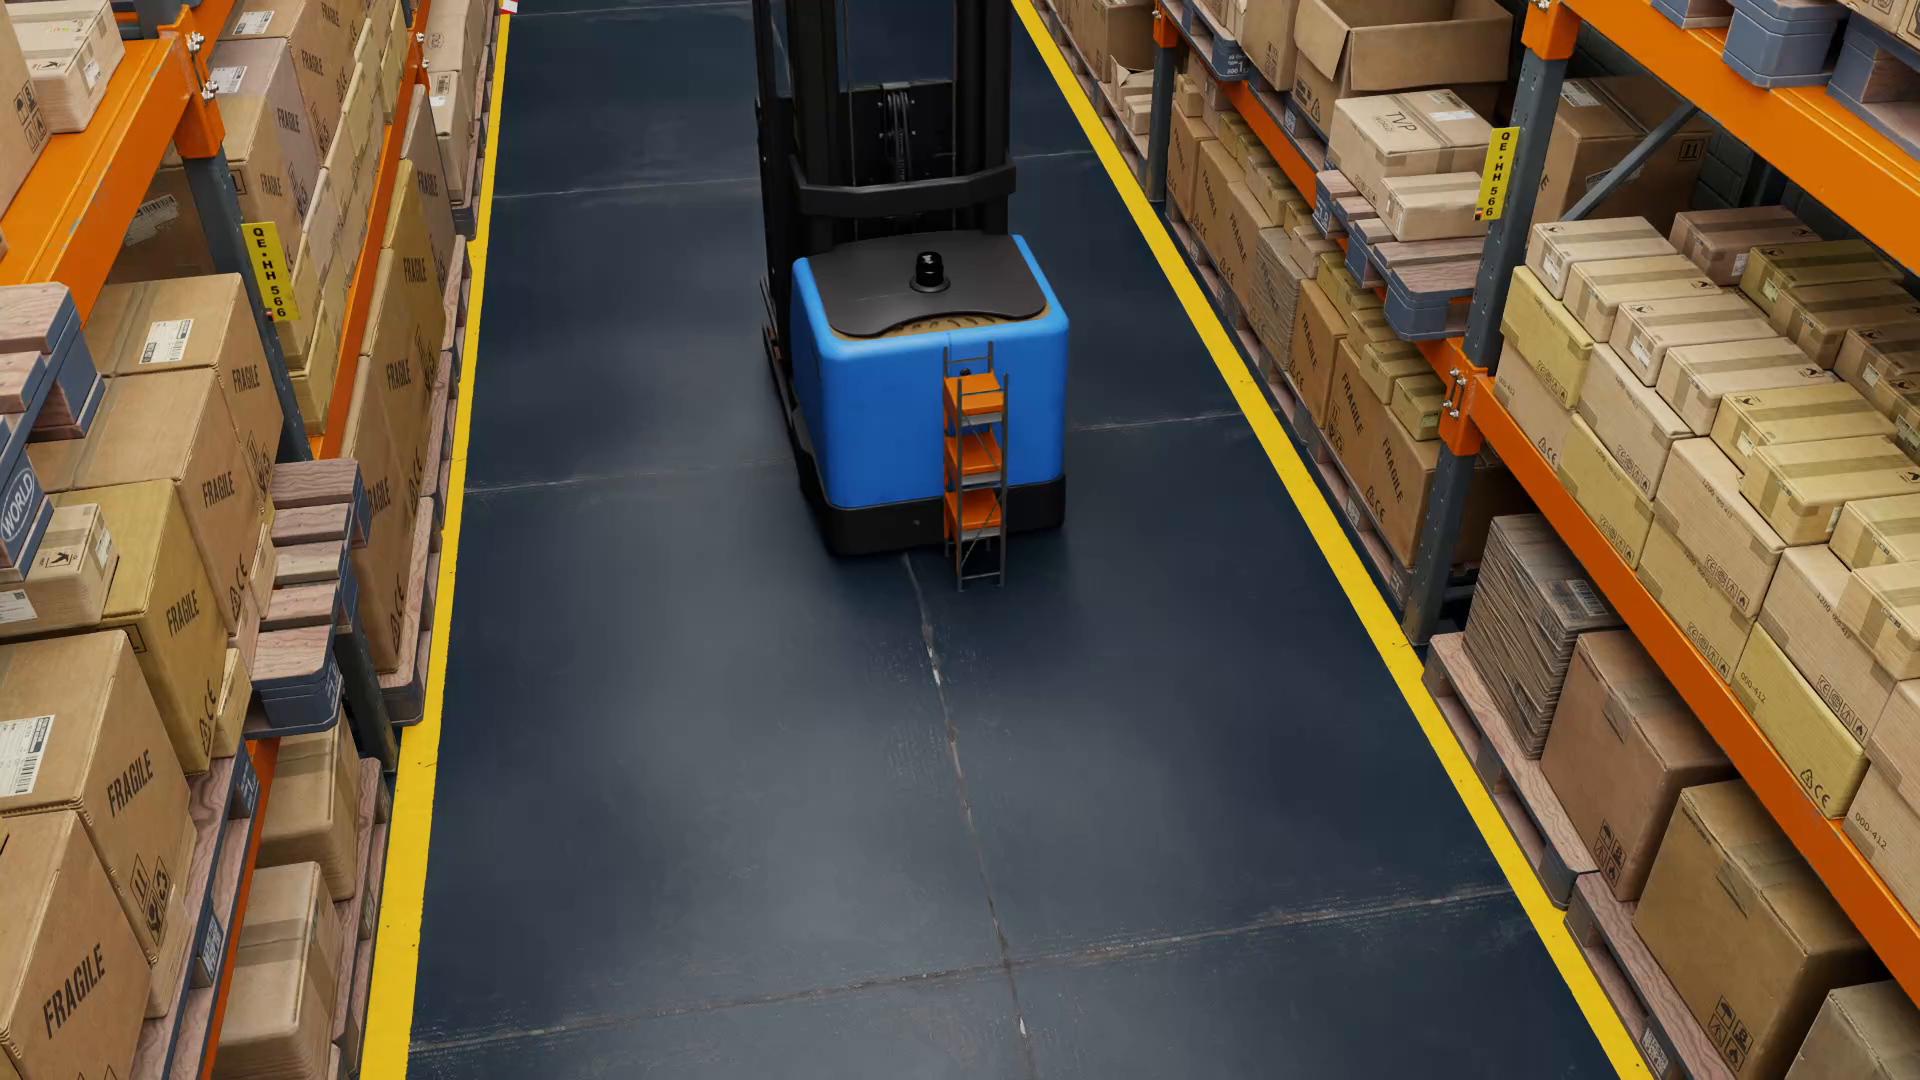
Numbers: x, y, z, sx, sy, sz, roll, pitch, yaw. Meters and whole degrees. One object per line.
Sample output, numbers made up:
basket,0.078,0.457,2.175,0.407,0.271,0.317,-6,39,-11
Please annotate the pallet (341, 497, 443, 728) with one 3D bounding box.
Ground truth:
pallet,-2.649,0.312,6.676,1.003,0.211,1.213,-6,38,-8

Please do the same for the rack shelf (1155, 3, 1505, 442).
rack shelf,1.951,-1.765,7.663,1.077,0.370,4.000,-6,38,-8

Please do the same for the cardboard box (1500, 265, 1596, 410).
cardboard box,2.114,-0.682,5.398,0.500,0.250,0.500,-6,38,-8

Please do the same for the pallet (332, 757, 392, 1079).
pallet,-2.449,1.269,5.445,1.003,0.211,1.213,-6,38,-8

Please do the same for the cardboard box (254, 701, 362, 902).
cardboard box,-2.496,0.910,5.434,0.950,0.372,0.625,-9,39,-11

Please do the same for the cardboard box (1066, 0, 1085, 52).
cardboard box,1.018,-3.621,11.162,0.500,0.500,0.500,-6,38,-7

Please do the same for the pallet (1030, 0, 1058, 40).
pallet,1.053,-4.044,12.284,1.003,0.211,1.213,-6,38,-8

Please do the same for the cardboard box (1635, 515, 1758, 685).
cardboard box,2.319,0.127,4.763,0.500,0.250,0.500,-7,38,-9

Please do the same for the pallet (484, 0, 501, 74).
pallet,-3.770,-3.561,11.662,1.003,0.211,1.213,-6,38,-8

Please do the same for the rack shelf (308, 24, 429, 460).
rack shelf,-2.936,-1.229,6.973,1.077,0.370,4.000,-6,38,-8

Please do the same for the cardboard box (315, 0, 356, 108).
cardboard box,-2.688,-1.981,6.459,0.500,0.500,0.500,-6,38,-7

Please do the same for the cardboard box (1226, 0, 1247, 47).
cardboard box,1.466,-2.489,7.776,0.396,0.266,0.258,-4,38,-6

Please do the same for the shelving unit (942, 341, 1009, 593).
shelving unit,0.060,-0.282,6.757,0.215,1.050,0.252,-8,39,-10

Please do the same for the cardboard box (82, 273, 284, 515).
cardboard box,-2.232,-0.383,4.631,0.500,0.500,0.500,-7,38,-9

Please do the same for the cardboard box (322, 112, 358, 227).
cardboard box,-2.595,-1.390,6.309,0.500,0.250,0.500,-6,38,-8

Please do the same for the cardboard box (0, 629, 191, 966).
cardboard box,-1.946,0.563,3.414,0.500,0.500,0.500,-8,39,-10

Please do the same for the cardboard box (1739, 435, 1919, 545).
cardboard box,2.304,-0.134,4.367,0.380,0.149,0.250,-5,38,-7

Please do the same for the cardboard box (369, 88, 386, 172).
cardboard box,-2.802,-1.803,7.248,0.500,0.250,0.500,-7,38,-9

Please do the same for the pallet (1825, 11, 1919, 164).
pallet,2.707,-0.875,3.641,1.003,0.211,1.213,-5,38,-6

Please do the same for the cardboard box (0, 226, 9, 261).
cardboard box,-2.289,-0.612,3.063,0.797,0.503,0.637,-6,38,-8

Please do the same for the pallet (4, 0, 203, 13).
pallet,-2.750,-1.798,4.828,1.213,0.211,1.003,-5,38,-6

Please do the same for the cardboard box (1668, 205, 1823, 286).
cardboard box,2.557,-0.962,5.433,0.380,0.149,0.250,-5,38,-6

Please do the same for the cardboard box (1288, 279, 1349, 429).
cardboard box,1.844,-0.871,7.621,0.500,0.500,0.500,-5,38,-6

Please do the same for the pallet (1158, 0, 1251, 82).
pallet,1.633,-2.687,8.420,1.003,0.211,1.213,-6,38,-8

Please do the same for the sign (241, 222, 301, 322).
sign,-2.052,-0.795,4.949,0.100,0.325,0.005,-6,38,-8

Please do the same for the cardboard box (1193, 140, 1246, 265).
cardboard box,1.566,-1.799,8.815,0.500,0.500,0.500,-7,38,-9

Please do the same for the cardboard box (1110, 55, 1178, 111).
cardboard box,1.150,-2.864,10.377,0.396,0.266,0.258,-5,38,-6

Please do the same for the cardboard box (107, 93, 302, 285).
cardboard box,-2.431,-1.063,5.277,0.500,0.500,0.500,-7,38,-9

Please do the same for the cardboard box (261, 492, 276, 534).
cardboard box,-2.178,-0.044,4.725,0.380,0.149,0.250,-6,38,-7

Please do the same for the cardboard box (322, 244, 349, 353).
cardboard box,-2.530,-0.876,6.055,0.500,0.250,0.500,-7,38,-9

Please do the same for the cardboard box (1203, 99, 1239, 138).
cardboard box,1.526,-2.287,8.916,0.380,0.149,0.250,-7,38,-9

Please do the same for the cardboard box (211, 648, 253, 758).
cardboard box,-1.991,0.421,4.126,0.380,0.149,0.250,-6,38,-7

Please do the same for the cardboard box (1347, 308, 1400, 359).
cardboard box,1.884,-0.872,7.094,0.380,0.149,0.250,-7,38,-9

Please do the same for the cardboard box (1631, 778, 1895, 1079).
cardboard box,2.638,1.110,4.970,0.875,0.625,0.625,-8,39,-10

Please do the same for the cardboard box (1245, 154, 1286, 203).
cardboard box,1.650,-1.815,8.307,0.380,0.149,0.250,-6,38,-8

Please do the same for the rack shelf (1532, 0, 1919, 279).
rack shelf,2.652,-0.533,3.633,1.077,0.370,4.000,-6,38,-8

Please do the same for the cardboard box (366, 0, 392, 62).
cardboard box,-2.875,-2.318,7.503,0.500,0.250,0.500,-5,38,-7

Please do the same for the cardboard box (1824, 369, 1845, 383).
cardboard box,2.745,-0.429,5.072,0.500,0.250,0.500,-6,38,-8

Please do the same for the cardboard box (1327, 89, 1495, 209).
cardboard box,1.798,-1.550,6.580,0.500,0.250,0.500,-8,39,-10

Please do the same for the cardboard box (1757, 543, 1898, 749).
cardboard box,2.414,0.242,4.209,0.500,0.250,0.500,-6,38,-7

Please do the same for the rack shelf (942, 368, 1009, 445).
rack shelf,0.060,-0.498,6.589,0.215,0.259,0.240,-8,39,-10

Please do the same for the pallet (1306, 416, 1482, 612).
pallet,2.208,-0.195,7.328,1.003,0.211,1.213,-6,38,-8

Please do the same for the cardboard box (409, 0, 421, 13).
cardboard box,-3.111,-3.072,8.677,0.500,0.500,0.500,-5,38,-6

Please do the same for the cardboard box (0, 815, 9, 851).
cardboard box,-1.910,0.565,2.883,0.380,0.149,0.250,-4,38,-5

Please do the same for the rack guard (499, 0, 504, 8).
rack guard,-3.992,-4.164,12.202,1.175,0.500,0.348,-6,38,-8

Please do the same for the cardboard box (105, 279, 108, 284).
cardboard box,-2.933,-1.023,5.226,0.500,0.500,0.500,-7,38,-9

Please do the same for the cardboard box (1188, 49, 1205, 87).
cardboard box,1.461,-2.570,9.038,0.380,0.149,0.250,-7,38,-9

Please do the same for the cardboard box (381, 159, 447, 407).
cardboard box,-2.933,-1.137,7.658,0.875,0.875,0.875,-5,38,-7

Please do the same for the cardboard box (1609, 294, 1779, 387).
cardboard box,2.185,-0.599,4.965,0.380,0.149,0.250,-5,38,-7

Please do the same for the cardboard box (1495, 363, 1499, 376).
cardboard box,2.437,-0.603,7.276,0.500,0.500,0.500,-6,38,-8

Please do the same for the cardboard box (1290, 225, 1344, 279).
cardboard box,1.760,-1.351,7.710,0.380,0.149,0.250,-8,39,-10

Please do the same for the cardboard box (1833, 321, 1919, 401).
cardboard box,2.810,-0.512,4.854,0.380,0.149,0.250,-7,38,-9

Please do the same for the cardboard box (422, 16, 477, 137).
cardboard box,-3.448,-2.806,10.163,0.875,0.438,0.875,-7,38,-9

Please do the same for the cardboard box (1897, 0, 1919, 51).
cardboard box,2.367,-1.192,3.389,0.500,0.500,0.500,-5,38,-7

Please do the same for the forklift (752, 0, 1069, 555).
forklift,-0.377,-2.000,7.435,1.130,2.935,3.031,-8,39,-10

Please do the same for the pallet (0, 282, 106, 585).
pallet,-2.072,-0.009,2.525,1.213,0.211,1.003,-6,38,-8

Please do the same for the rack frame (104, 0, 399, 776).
rack frame,-2.585,-0.305,5.197,1.000,3.000,0.127,-6,38,-8
